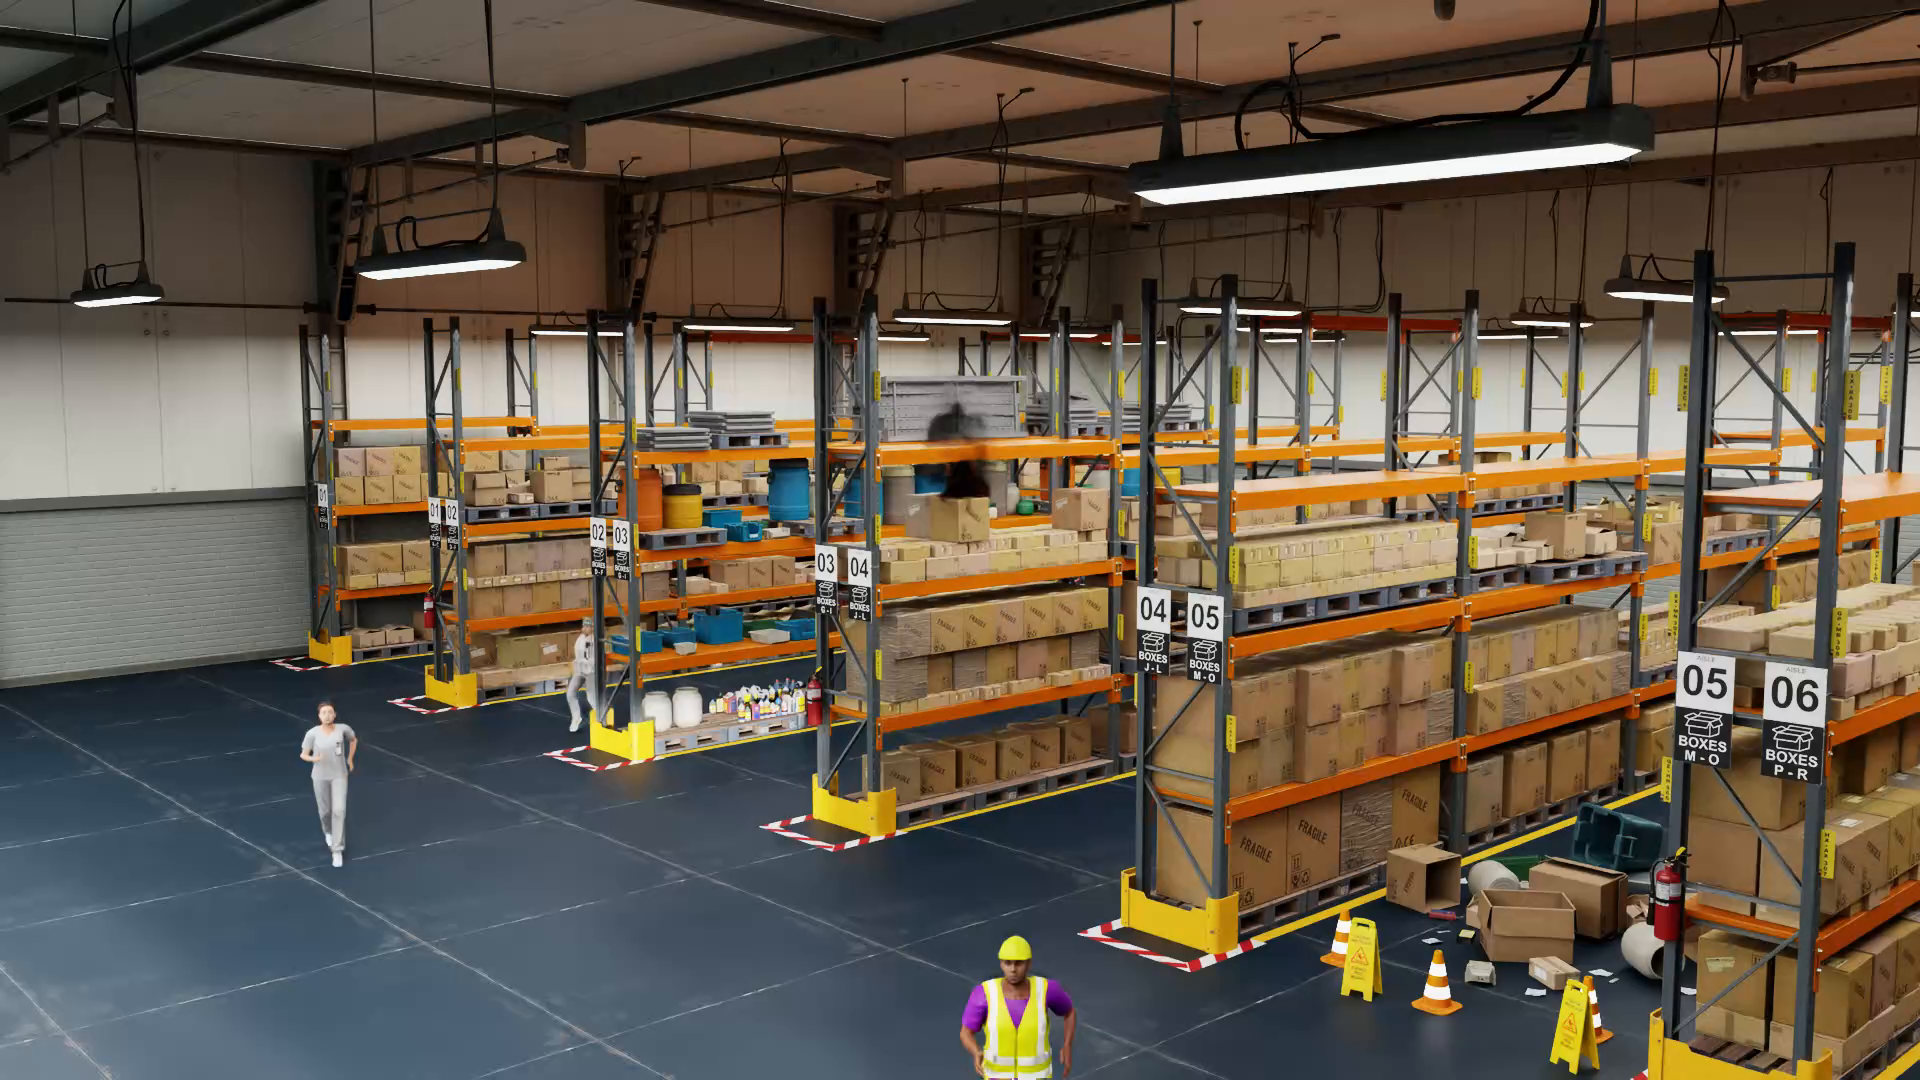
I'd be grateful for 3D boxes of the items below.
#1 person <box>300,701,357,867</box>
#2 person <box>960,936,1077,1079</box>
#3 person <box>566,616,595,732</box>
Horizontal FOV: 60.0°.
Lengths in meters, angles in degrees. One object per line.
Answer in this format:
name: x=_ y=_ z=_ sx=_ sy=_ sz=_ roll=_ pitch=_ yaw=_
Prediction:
person: x=-6.673 y=2.534 z=17.615 sx=0.565 sy=1.674 sz=0.950 roll=-2 pitch=6 yaw=-20
person: x=0.354 y=3.277 z=10.141 sx=0.713 sy=1.741 sz=0.966 roll=0 pitch=6 yaw=4
person: x=-5.351 y=1.936 z=23.969 sx=0.593 sy=1.718 sz=0.694 roll=3 pitch=7 yaw=29
